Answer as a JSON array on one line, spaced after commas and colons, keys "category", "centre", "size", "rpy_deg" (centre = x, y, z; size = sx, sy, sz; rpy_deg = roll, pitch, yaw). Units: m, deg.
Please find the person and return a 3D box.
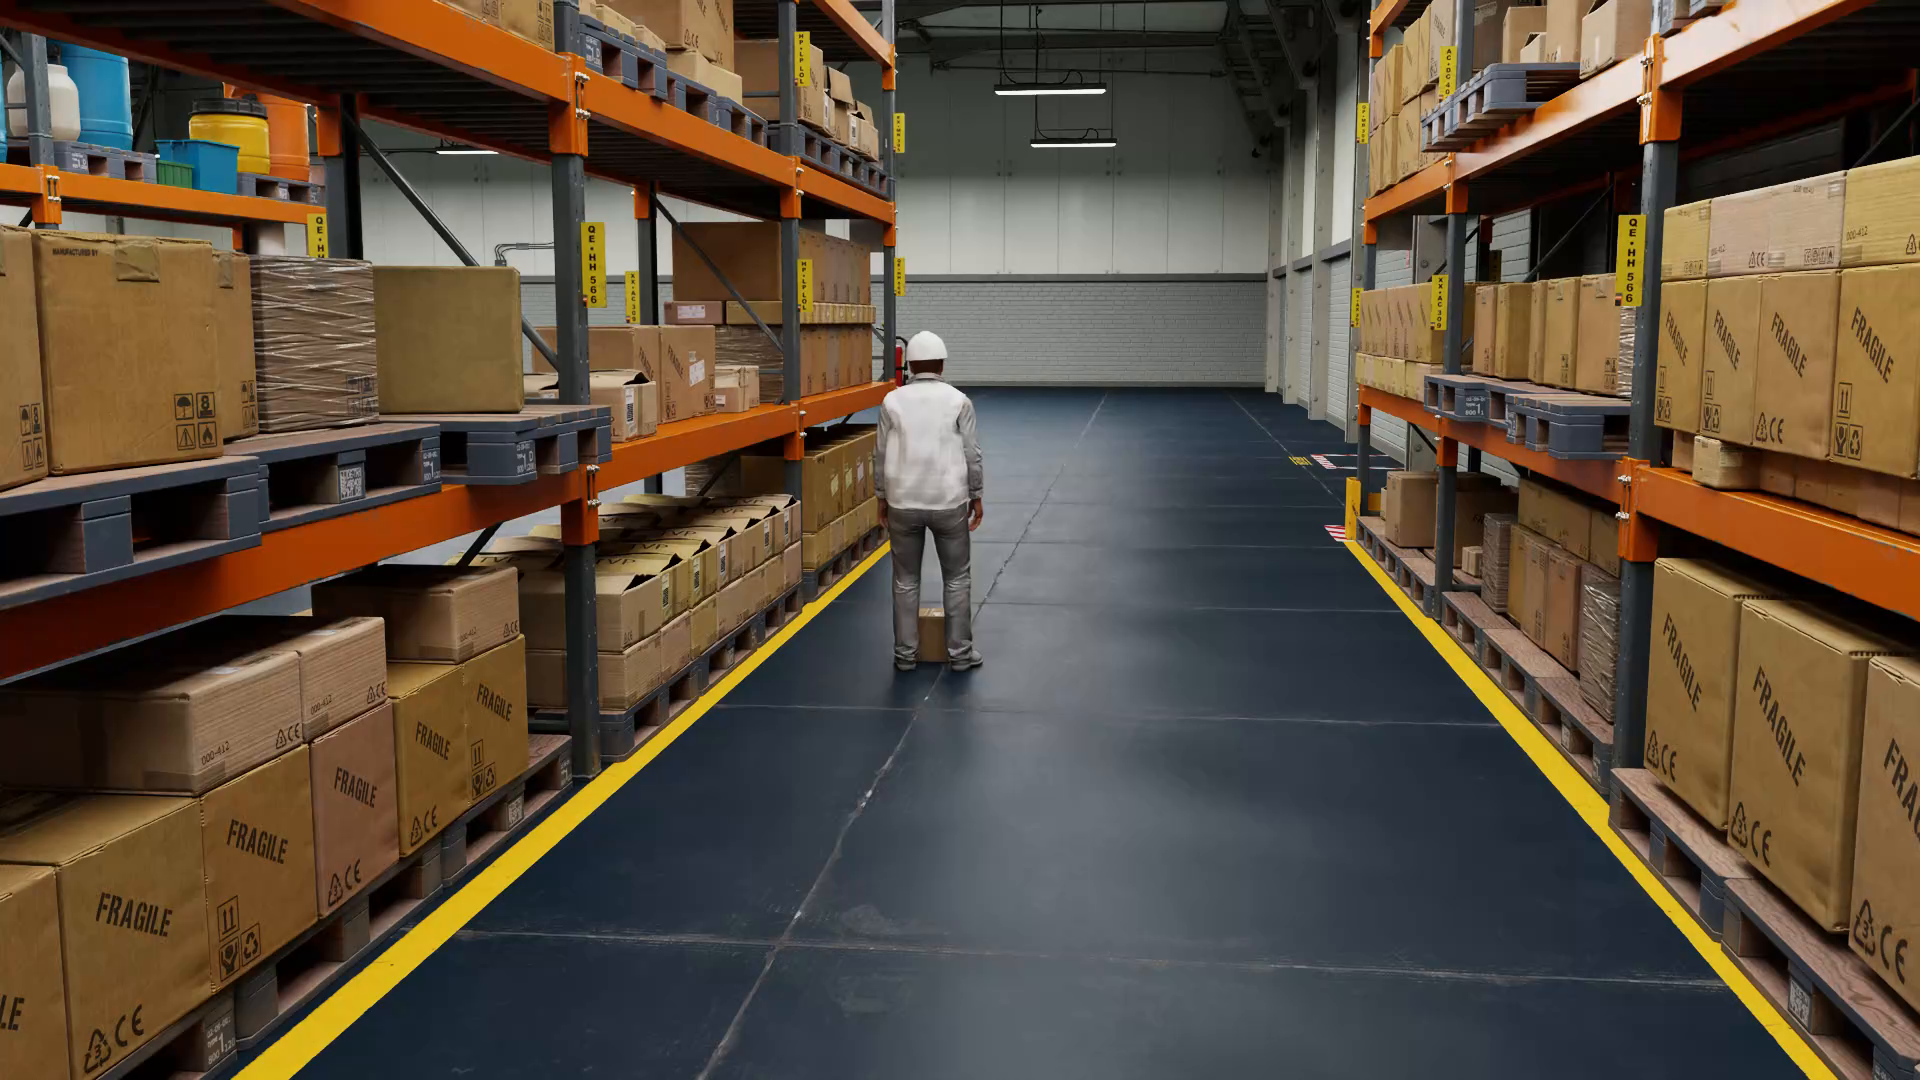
[{"category": "person", "centre": [-0.164, -0.202, 8.716], "size": [0.581, 1.772, 0.461], "rpy_deg": [1, 8, 7]}]
